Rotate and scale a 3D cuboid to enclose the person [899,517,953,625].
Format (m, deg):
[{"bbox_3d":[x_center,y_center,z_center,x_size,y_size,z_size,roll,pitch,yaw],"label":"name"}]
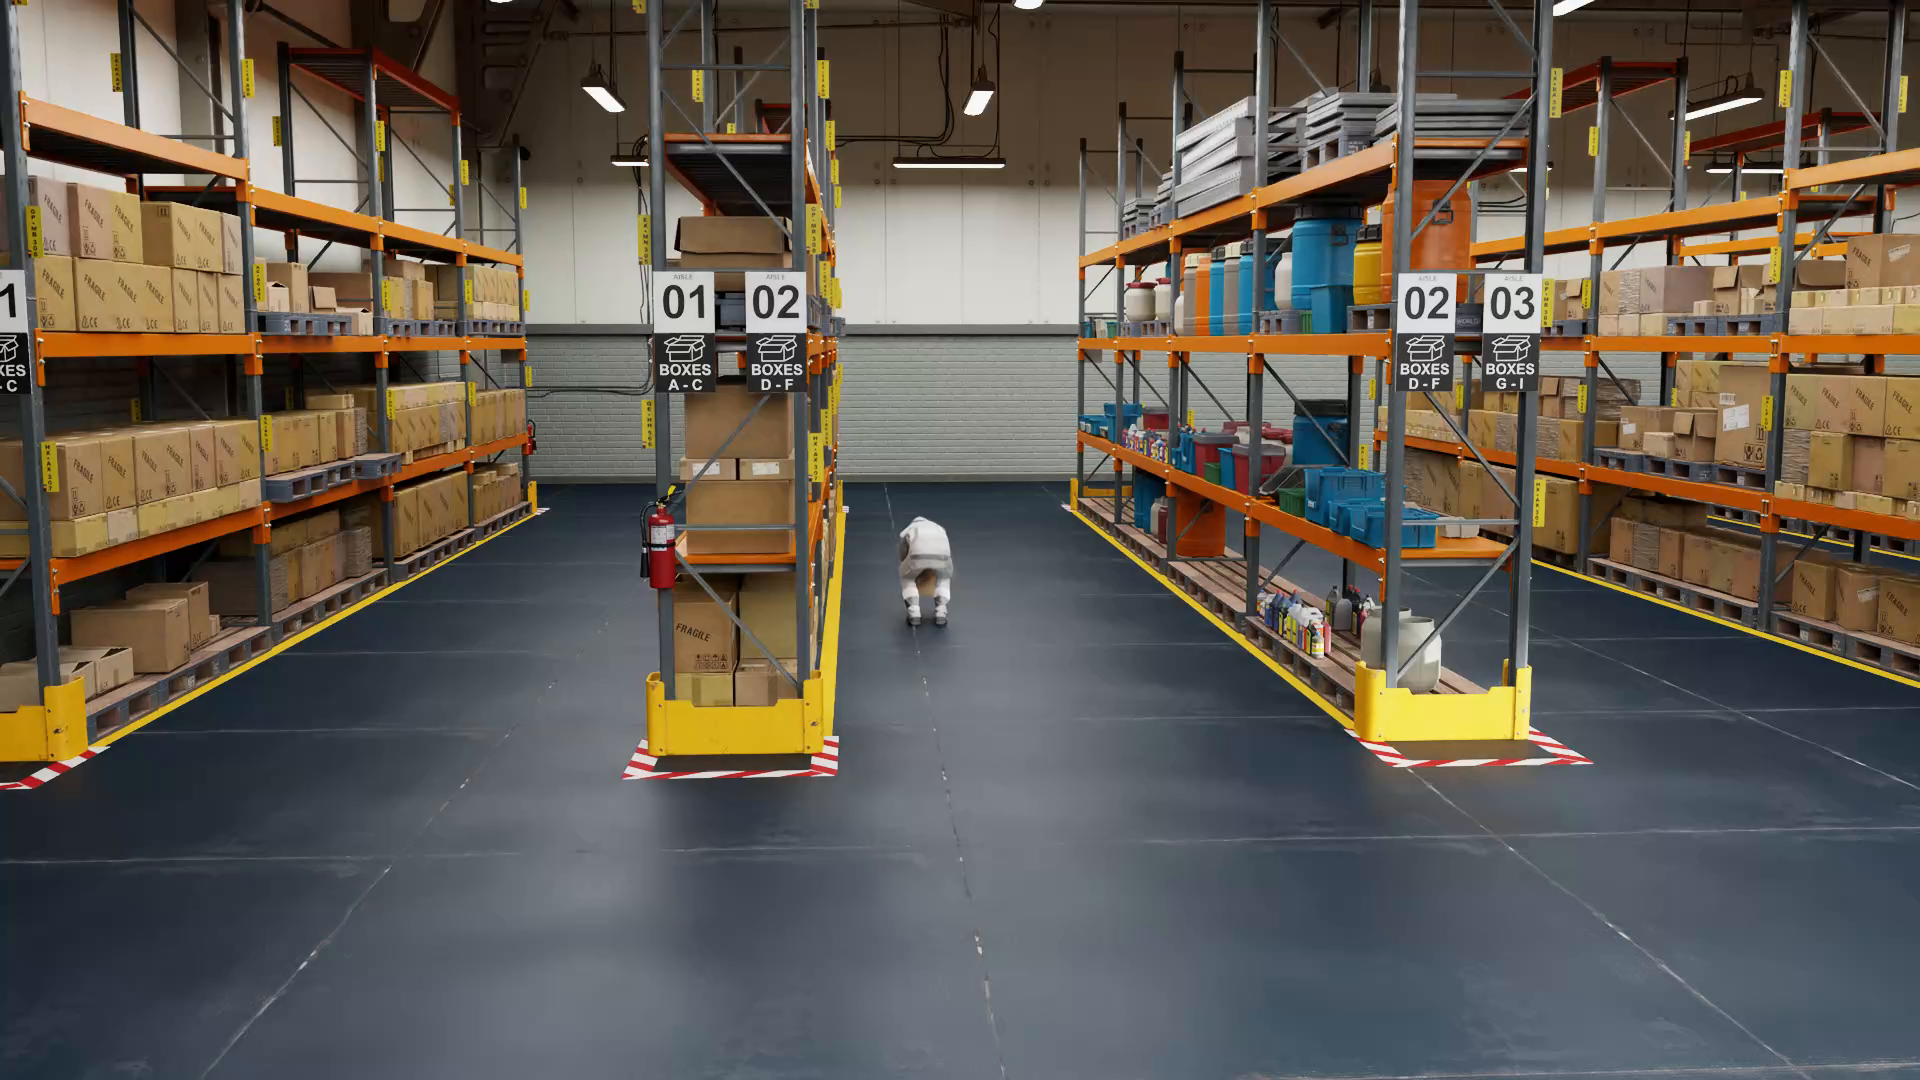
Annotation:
[{"bbox_3d":[-0.346,0.304,16.448,0.538,0.993,0.956,-1,7,-7],"label":"person"}]
